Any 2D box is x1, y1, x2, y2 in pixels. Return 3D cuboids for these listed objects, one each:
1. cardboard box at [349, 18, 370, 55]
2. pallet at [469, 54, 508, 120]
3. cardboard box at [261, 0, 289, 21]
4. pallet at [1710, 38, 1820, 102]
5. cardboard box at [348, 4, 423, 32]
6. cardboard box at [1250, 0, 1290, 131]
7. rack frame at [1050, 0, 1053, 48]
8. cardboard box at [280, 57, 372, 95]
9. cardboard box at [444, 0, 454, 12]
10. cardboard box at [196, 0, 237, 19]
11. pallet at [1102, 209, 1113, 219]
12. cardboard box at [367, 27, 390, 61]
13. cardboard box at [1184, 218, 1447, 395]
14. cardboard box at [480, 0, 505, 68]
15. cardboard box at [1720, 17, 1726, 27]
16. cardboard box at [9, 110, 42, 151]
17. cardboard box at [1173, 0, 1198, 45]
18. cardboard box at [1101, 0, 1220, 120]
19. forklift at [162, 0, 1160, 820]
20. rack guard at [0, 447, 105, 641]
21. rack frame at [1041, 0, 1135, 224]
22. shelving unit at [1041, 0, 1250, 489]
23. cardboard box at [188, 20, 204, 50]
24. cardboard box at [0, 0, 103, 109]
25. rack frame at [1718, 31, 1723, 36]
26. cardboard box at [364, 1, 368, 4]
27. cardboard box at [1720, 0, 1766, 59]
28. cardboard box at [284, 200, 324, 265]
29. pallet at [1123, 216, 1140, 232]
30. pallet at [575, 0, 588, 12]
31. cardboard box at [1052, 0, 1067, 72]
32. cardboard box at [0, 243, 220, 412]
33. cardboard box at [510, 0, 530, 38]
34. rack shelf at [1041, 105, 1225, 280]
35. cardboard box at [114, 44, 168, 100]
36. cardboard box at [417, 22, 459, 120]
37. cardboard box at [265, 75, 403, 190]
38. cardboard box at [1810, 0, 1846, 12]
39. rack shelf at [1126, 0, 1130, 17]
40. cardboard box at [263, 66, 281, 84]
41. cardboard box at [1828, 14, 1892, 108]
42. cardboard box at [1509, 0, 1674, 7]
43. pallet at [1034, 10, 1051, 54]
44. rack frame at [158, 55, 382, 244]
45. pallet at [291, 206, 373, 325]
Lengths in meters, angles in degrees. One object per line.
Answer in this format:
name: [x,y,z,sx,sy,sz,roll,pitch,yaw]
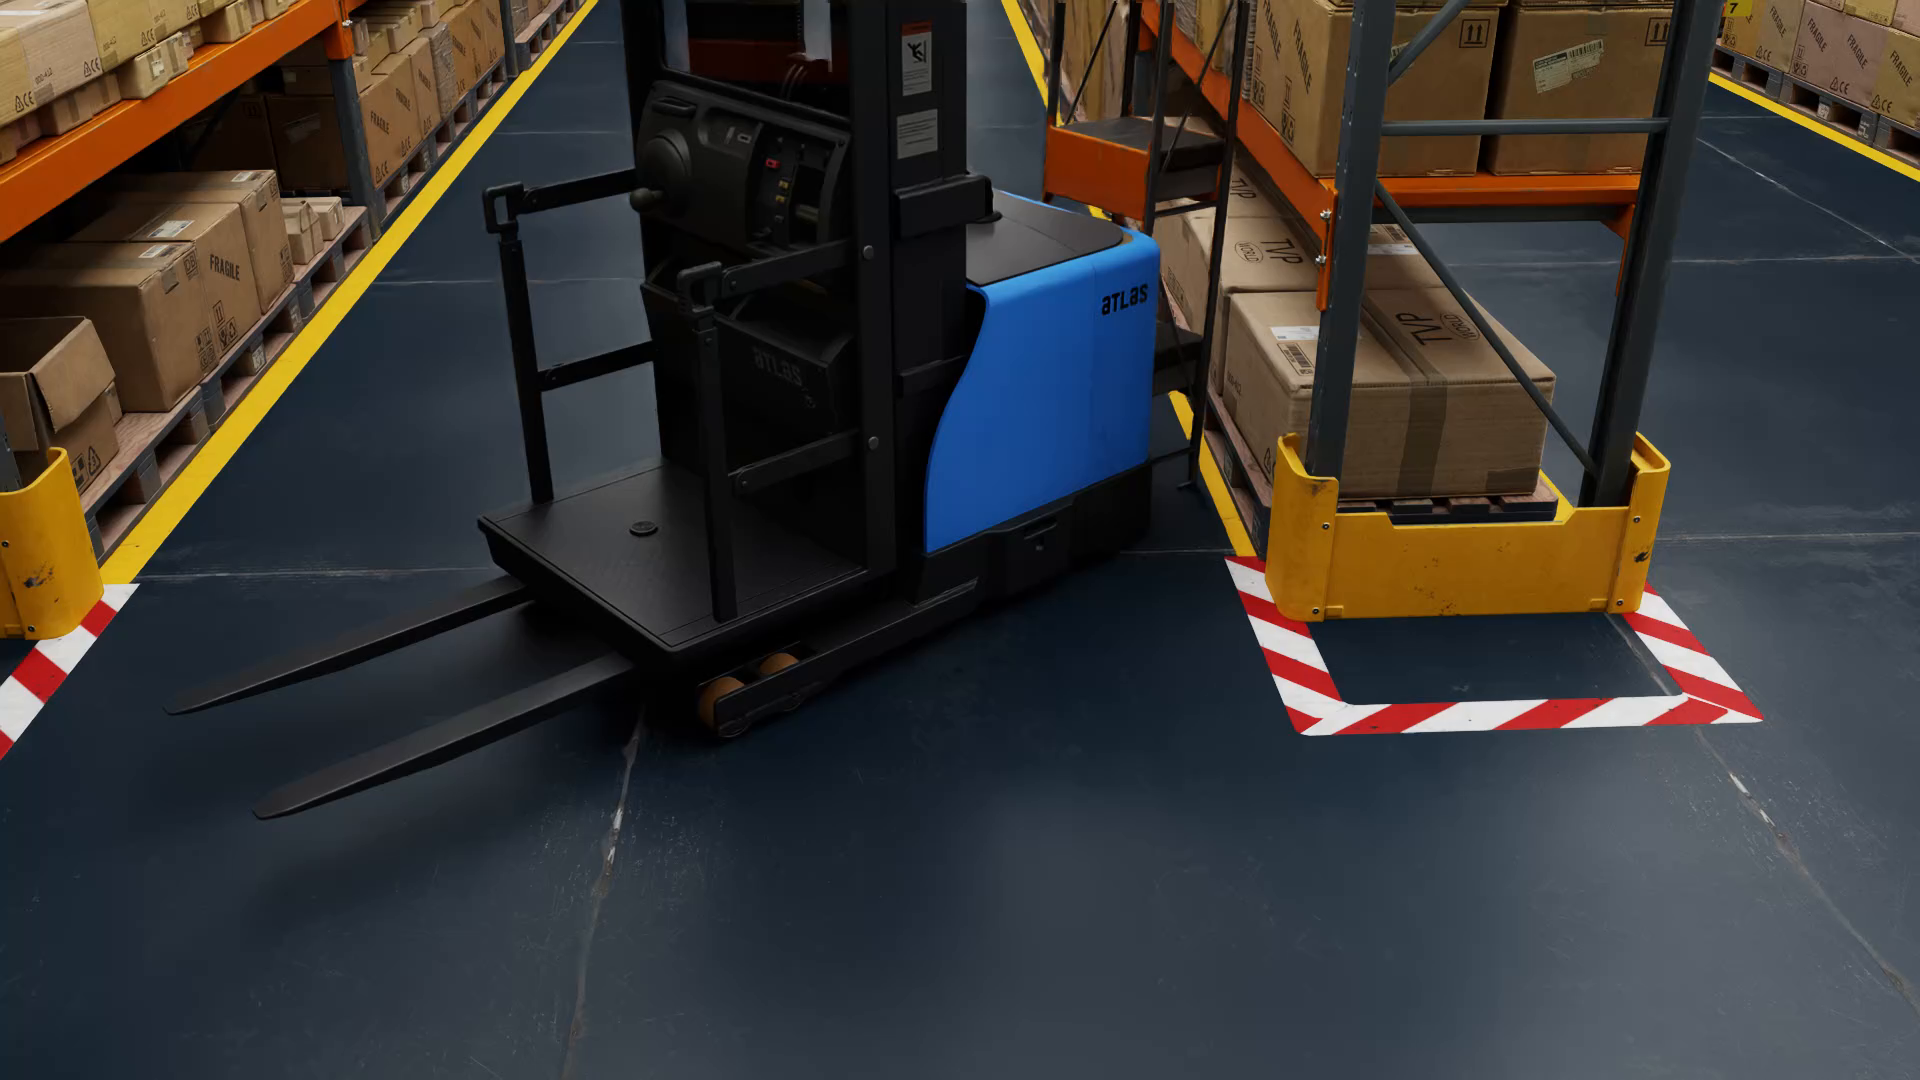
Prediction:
cardboard box: [-3.383,-2.688,8.886,0.380,0.149,0.250,-3,28,-5]
pallet: [-3.777,-3.165,11.590,1.003,0.211,1.213,-1,28,-3]
cardboard box: [-3.227,-2.408,7.395,0.380,0.149,0.250,-1,28,-1]
pallet: [6.156,-3.437,12.112,1.003,0.211,1.213,-1,28,-3]
cardboard box: [-3.496,-3.163,10.118,0.380,0.149,0.250,-1,28,-2]
cardboard box: [1.296,-1.667,5.594,0.500,0.500,0.500,-2,28,-4]
rack frame: [1.179,-4.868,11.841,1.000,3.000,0.127,-1,28,-3]
cardboard box: [-3.322,-2.437,8.727,0.380,0.149,0.250,0,28,0]
cardboard box: [-3.516,-3.519,10.802,0.380,0.149,0.250,-1,28,-1]
cardboard box: [-3.245,-2.274,6.707,0.500,0.250,0.500,-2,28,-3]
pallet: [1.272,-2.139,9.623,1.003,0.211,1.213,-1,28,-3]
cardboard box: [-3.466,-2.808,9.437,0.380,0.149,0.250,-2,28,-4]
cardboard box: [1.406,-0.949,6.642,0.875,0.438,0.875,-1,28,-1]
cardboard box: [-3.541,-3.635,11.724,0.500,0.500,0.500,-1,28,-1]
cardboard box: [6.175,-4.507,13.126,1.050,0.750,0.750,-2,28,-3]
cardboard box: [-3.211,-1.336,5.340,0.380,0.149,0.250,-2,28,-3]
cardboard box: [1.193,-2.380,6.962,0.500,0.500,0.500,-1,28,-2]
cardboard box: [1.275,-2.550,9.238,0.875,0.875,0.875,-1,28,-1]
forklift: [-0.778,-1.016,4.529,3.031,2.935,1.130,-23,35,-36]
rack guard: [-3.364,0.021,5.169,1.175,0.500,0.348,-1,28,-3]
rack frame: [0.442,-1.277,5.904,0.400,2.100,0.015,-19,33,-37]
shelving unit: [0.601,-1.192,5.740,0.431,2.100,0.503,-19,33,-37]
cardboard box: [-3.297,-2.047,6.703,0.380,0.149,0.250,-1,28,-2]
cardboard box: [-3.141,-1.567,5.350,0.500,0.250,0.500,-1,28,-2]
rack frame: [6.117,-5.035,12.159,1.000,3.000,0.127,-1,28,-3]
cardboard box: [-4.060,-3.500,10.764,0.380,0.149,0.250,-3,28,-5]
cardboard box: [5.899,-3.780,12.002,0.500,0.500,0.500,-3,28,-5]
cardboard box: [-3.228,-1.458,7.805,0.396,0.266,0.258,0,28,-1]
pallet: [1.349,-1.432,8.267,1.003,0.211,1.213,-1,28,-3]
pallet: [-3.909,-5.018,15.144,1.003,0.211,1.213,-1,28,-3]
cardboard box: [1.132,-3.792,11.619,0.875,0.875,0.875,-2,28,-3]
cardboard box: [-3.303,-0.811,6.310,0.700,0.500,0.500,0,28,-1]
cardboard box: [-3.797,-4.168,12.612,0.875,0.625,0.625,-1,28,-1]
rack shelf: [0.601,-1.179,5.746,0.431,0.518,0.480,-19,33,-37]
cardboard box: [-3.121,-1.696,6.029,0.380,0.149,0.250,-2,28,-4]
cardboard box: [-3.450,-2.922,10.358,0.500,0.500,0.500,-2,28,-4]
cardboard box: [-3.370,-2.206,8.985,0.500,0.500,0.500,0,28,0]
cardboard box: [5.951,-3.658,10.957,0.500,0.250,0.500,-1,28,-2]
rack shelf: [1.283,-3.626,10.236,1.077,0.370,4.000,-1,28,-3]
cardboard box: [-3.895,-2.549,8.942,0.380,0.149,0.250,-1,28,-3]
cardboard box: [5.987,-3.075,10.651,0.500,0.500,0.500,-2,28,-4]
cardboard box: [1.856,-1.890,4.941,0.500,0.500,0.500,-2,28,-4]
pallet: [1.140,-3.993,13.177,1.003,0.211,1.213,-1,28,-3]
rack frame: [-3.569,-2.900,8.066,1.000,3.000,0.127,-1,28,-3]
pallet: [-3.534,-1.346,8.103,1.003,0.211,1.213,-1,28,-3]
